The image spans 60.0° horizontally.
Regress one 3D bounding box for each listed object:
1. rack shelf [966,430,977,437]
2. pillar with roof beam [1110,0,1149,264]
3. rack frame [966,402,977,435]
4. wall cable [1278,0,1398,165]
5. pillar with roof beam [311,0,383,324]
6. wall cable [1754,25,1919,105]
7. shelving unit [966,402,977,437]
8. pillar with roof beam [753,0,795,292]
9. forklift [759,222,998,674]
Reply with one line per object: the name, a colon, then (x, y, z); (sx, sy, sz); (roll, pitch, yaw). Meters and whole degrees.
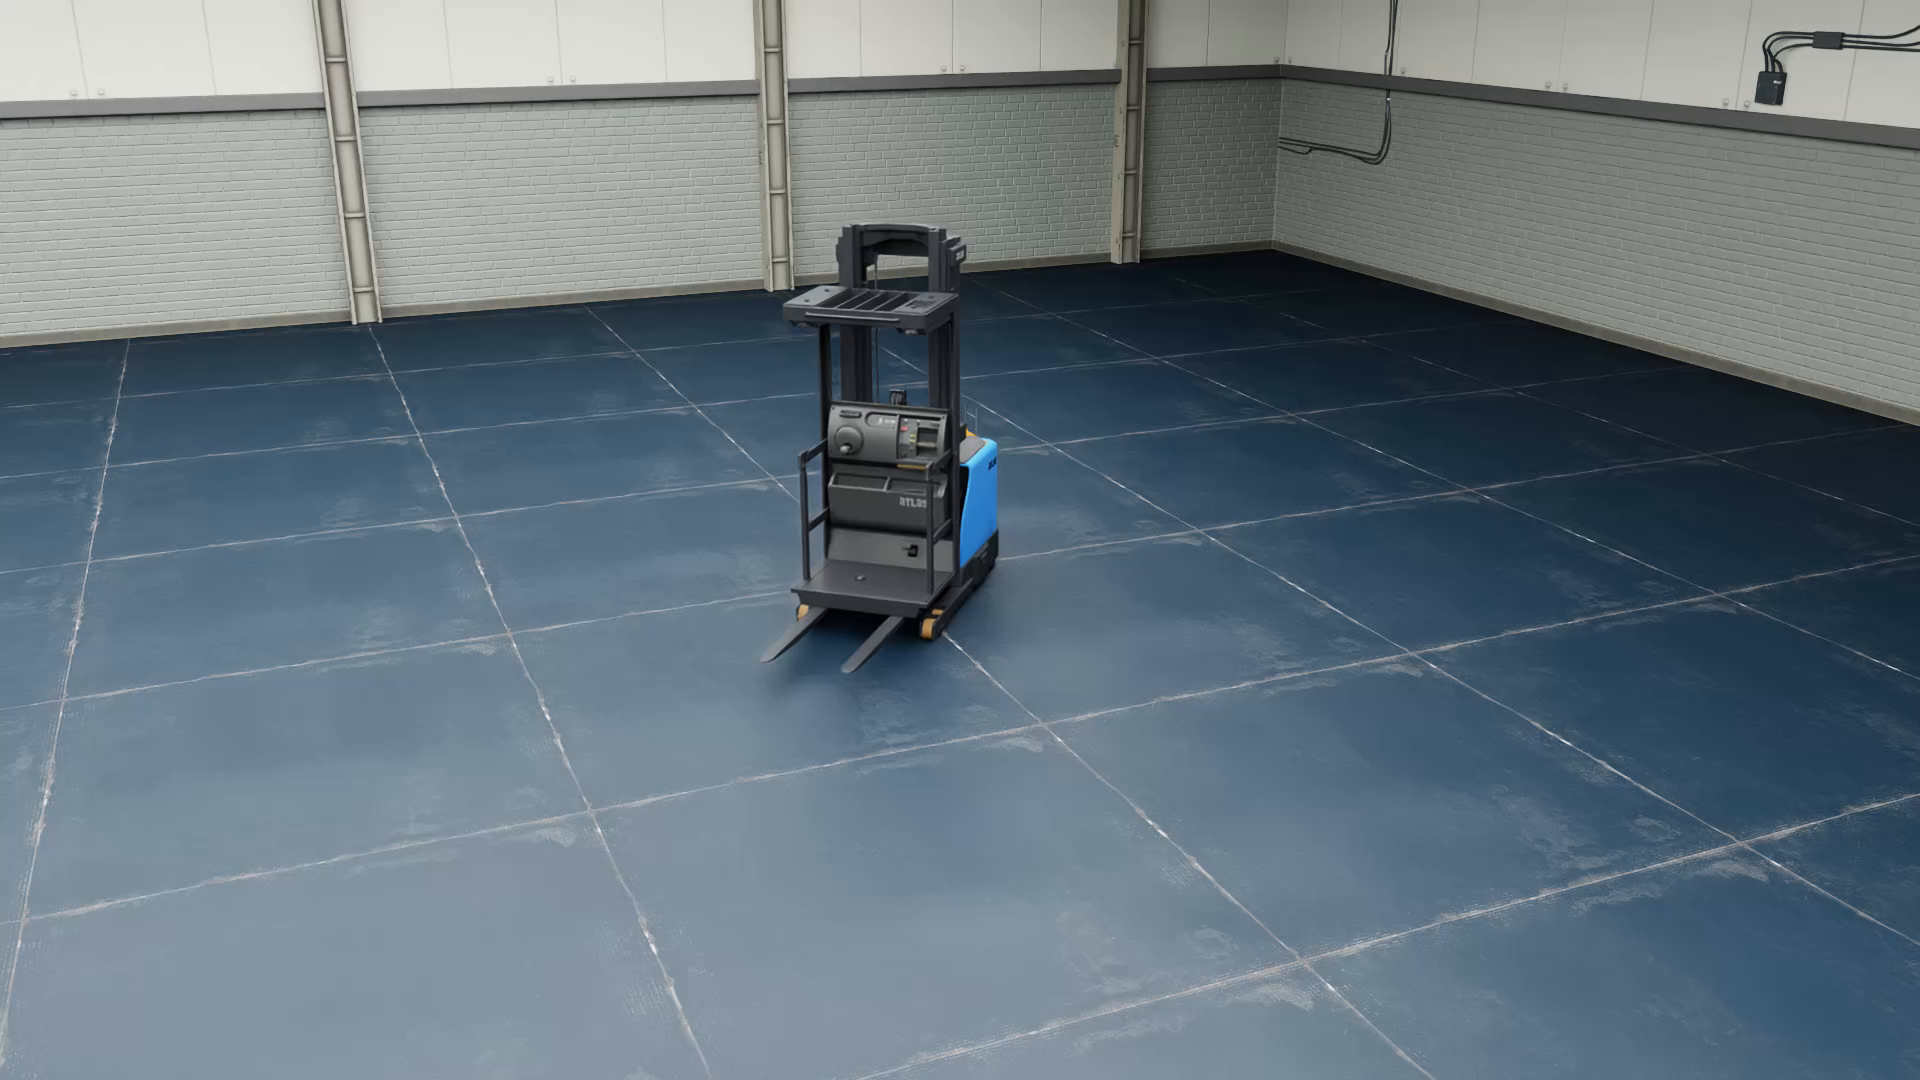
rack shelf: (0.013, -0.866, 14.223); (0.180, 0.103, 0.258); (-8, 21, -22)
pillar with roof beam: (4.449, -7.563, 22.453); (0.400, 9.000, 9.100); (-8, 21, -22)
rack frame: (0.097, -0.580, 14.362); (0.006, 1.200, 0.240); (-8, 21, -22)
wall cable: (5.973, -7.396, 26.653); (0.112, 2.526, 3.097); (-8, 21, -22)
pillar with roof beam: (-6.569, -5.985, 17.970); (0.400, 9.000, 9.100); (-8, 21, -22)
wall cable: (9.719, -7.568, 17.344); (0.169, 6.003, 2.305); (-8, 21, -22)
shelving unit: (0.013, -0.568, 14.328); (0.189, 1.200, 0.258); (-8, 21, -22)
pillar with roof beam: (-1.060, -6.774, 20.212); (0.400, 9.000, 9.100); (-8, 21, -22)
forklift: (-0.611, -0.783, 12.333); (1.130, 2.935, 3.031); (6, 20, 17)
